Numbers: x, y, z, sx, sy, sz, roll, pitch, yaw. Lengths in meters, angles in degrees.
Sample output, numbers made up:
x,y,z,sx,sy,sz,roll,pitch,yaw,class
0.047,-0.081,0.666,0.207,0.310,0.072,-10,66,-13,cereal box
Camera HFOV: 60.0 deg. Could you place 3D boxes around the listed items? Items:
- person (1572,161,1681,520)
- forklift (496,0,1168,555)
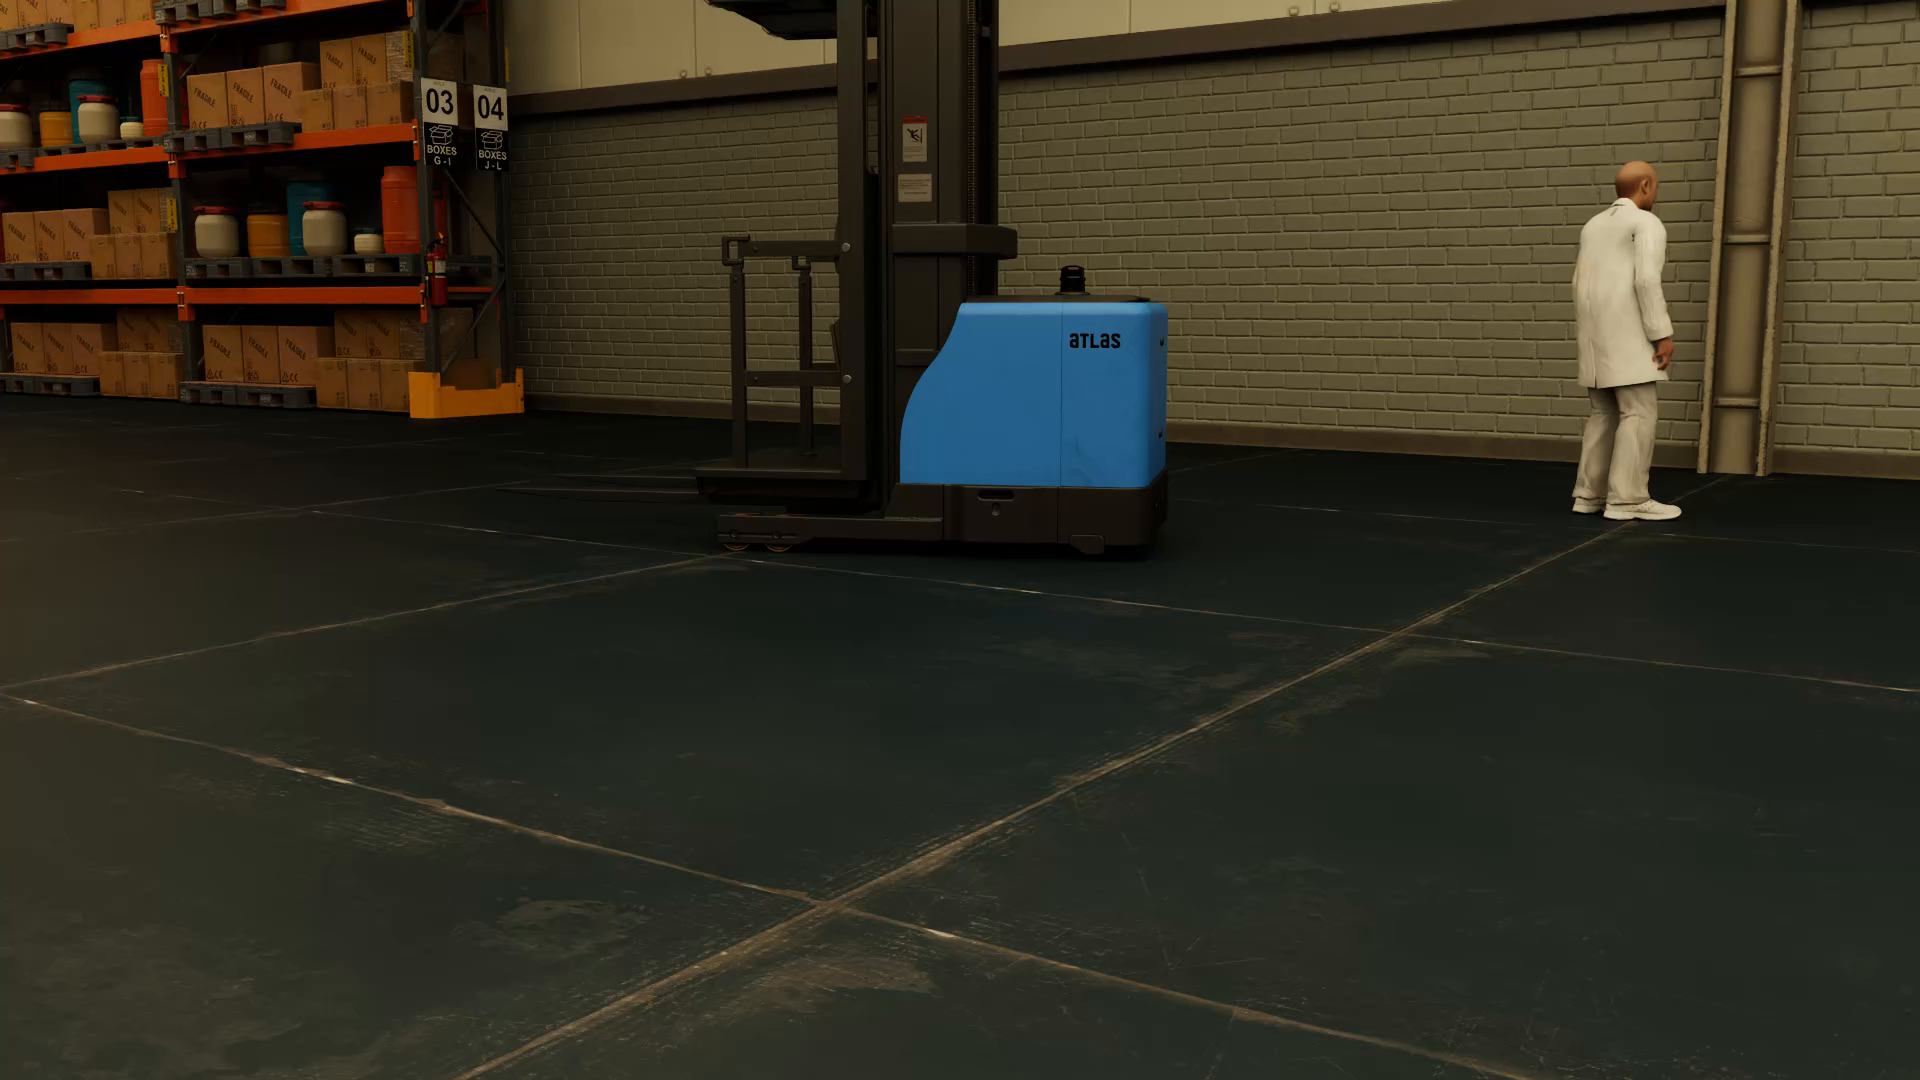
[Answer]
x,y,z,sx,sy,sz,roll,pitch,yaw,class
3.335,-1.006,8.380,0.423,1.774,0.655,-2,8,-15,person
-0.596,-1.469,7.520,3.031,2.935,1.130,2,8,12,forklift
